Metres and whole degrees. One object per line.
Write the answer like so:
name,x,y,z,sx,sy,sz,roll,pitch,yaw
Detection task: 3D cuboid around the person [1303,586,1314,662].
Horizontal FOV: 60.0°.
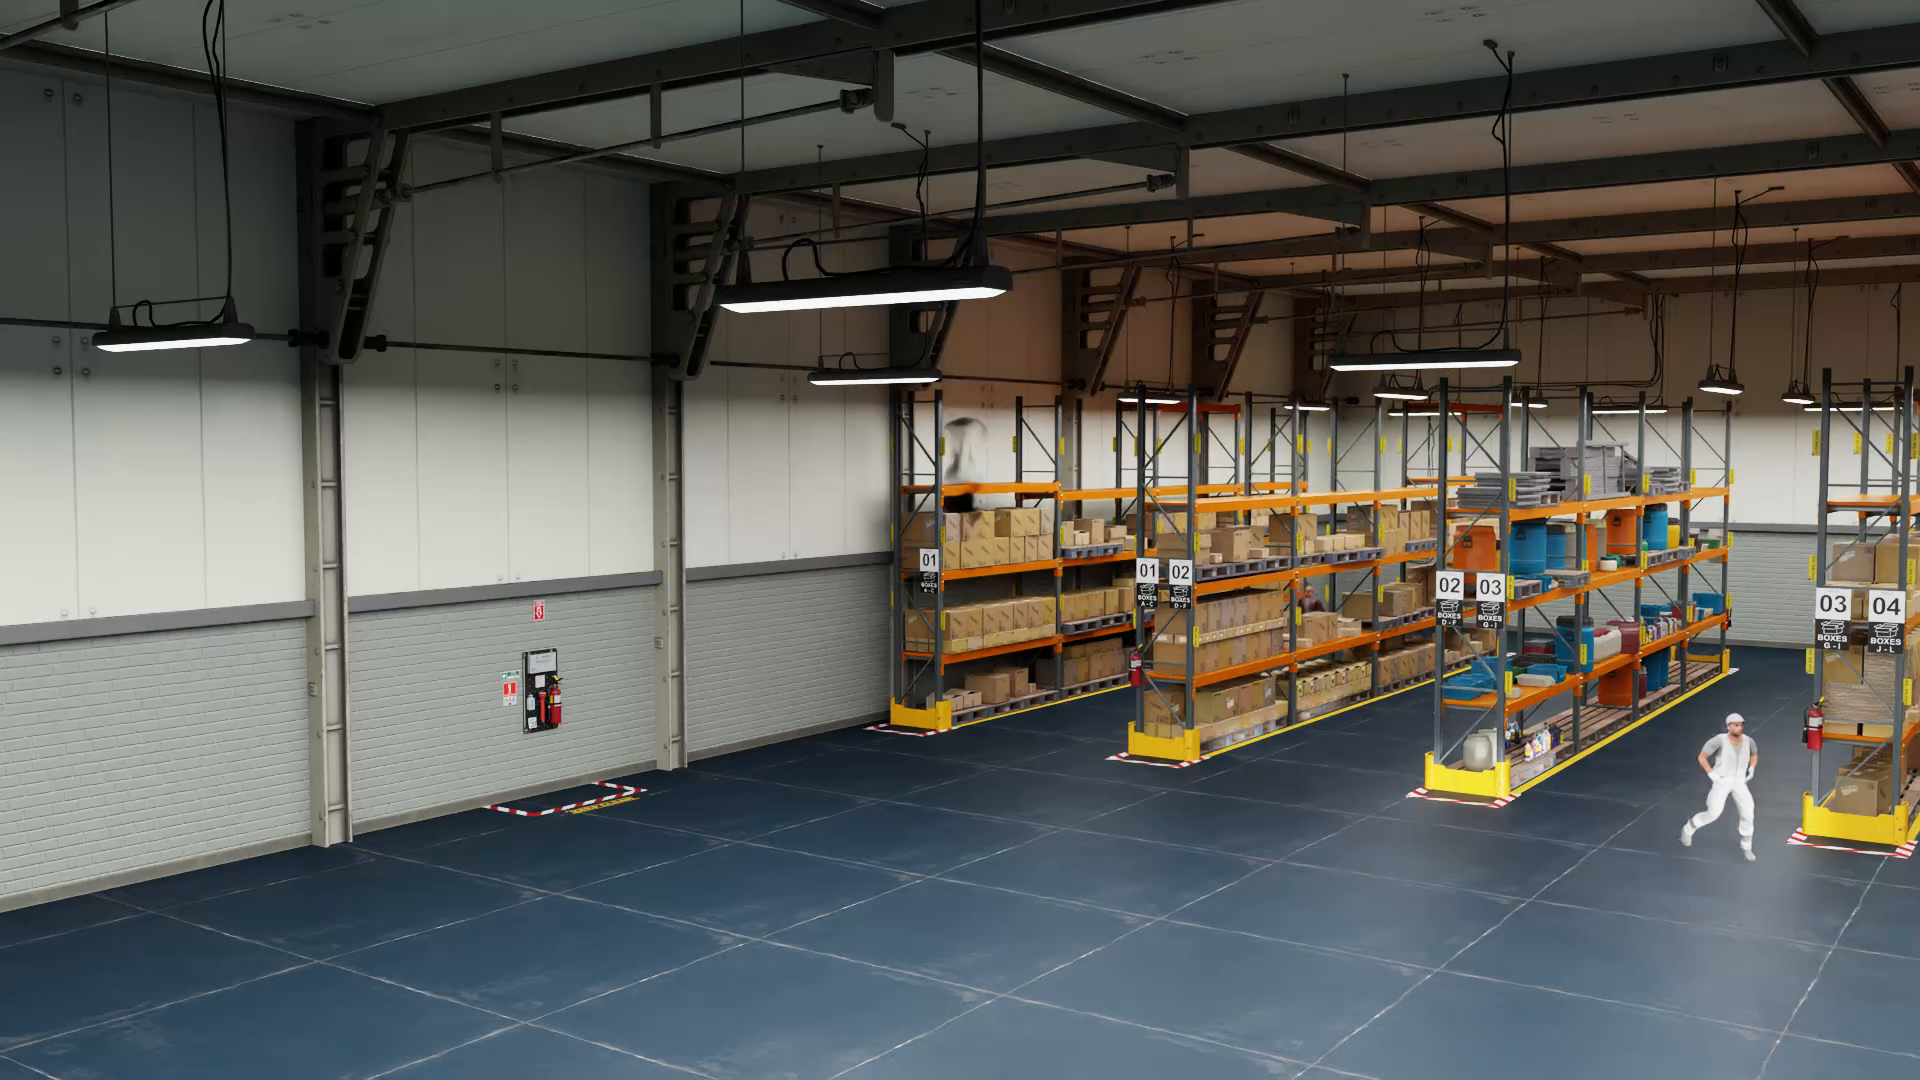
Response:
person,8.171,1.954,38.939,0.671,1.743,0.720,2,4,29

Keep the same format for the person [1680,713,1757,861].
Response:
person,9.363,2.997,20.370,0.856,1.778,0.732,0,3,-7
